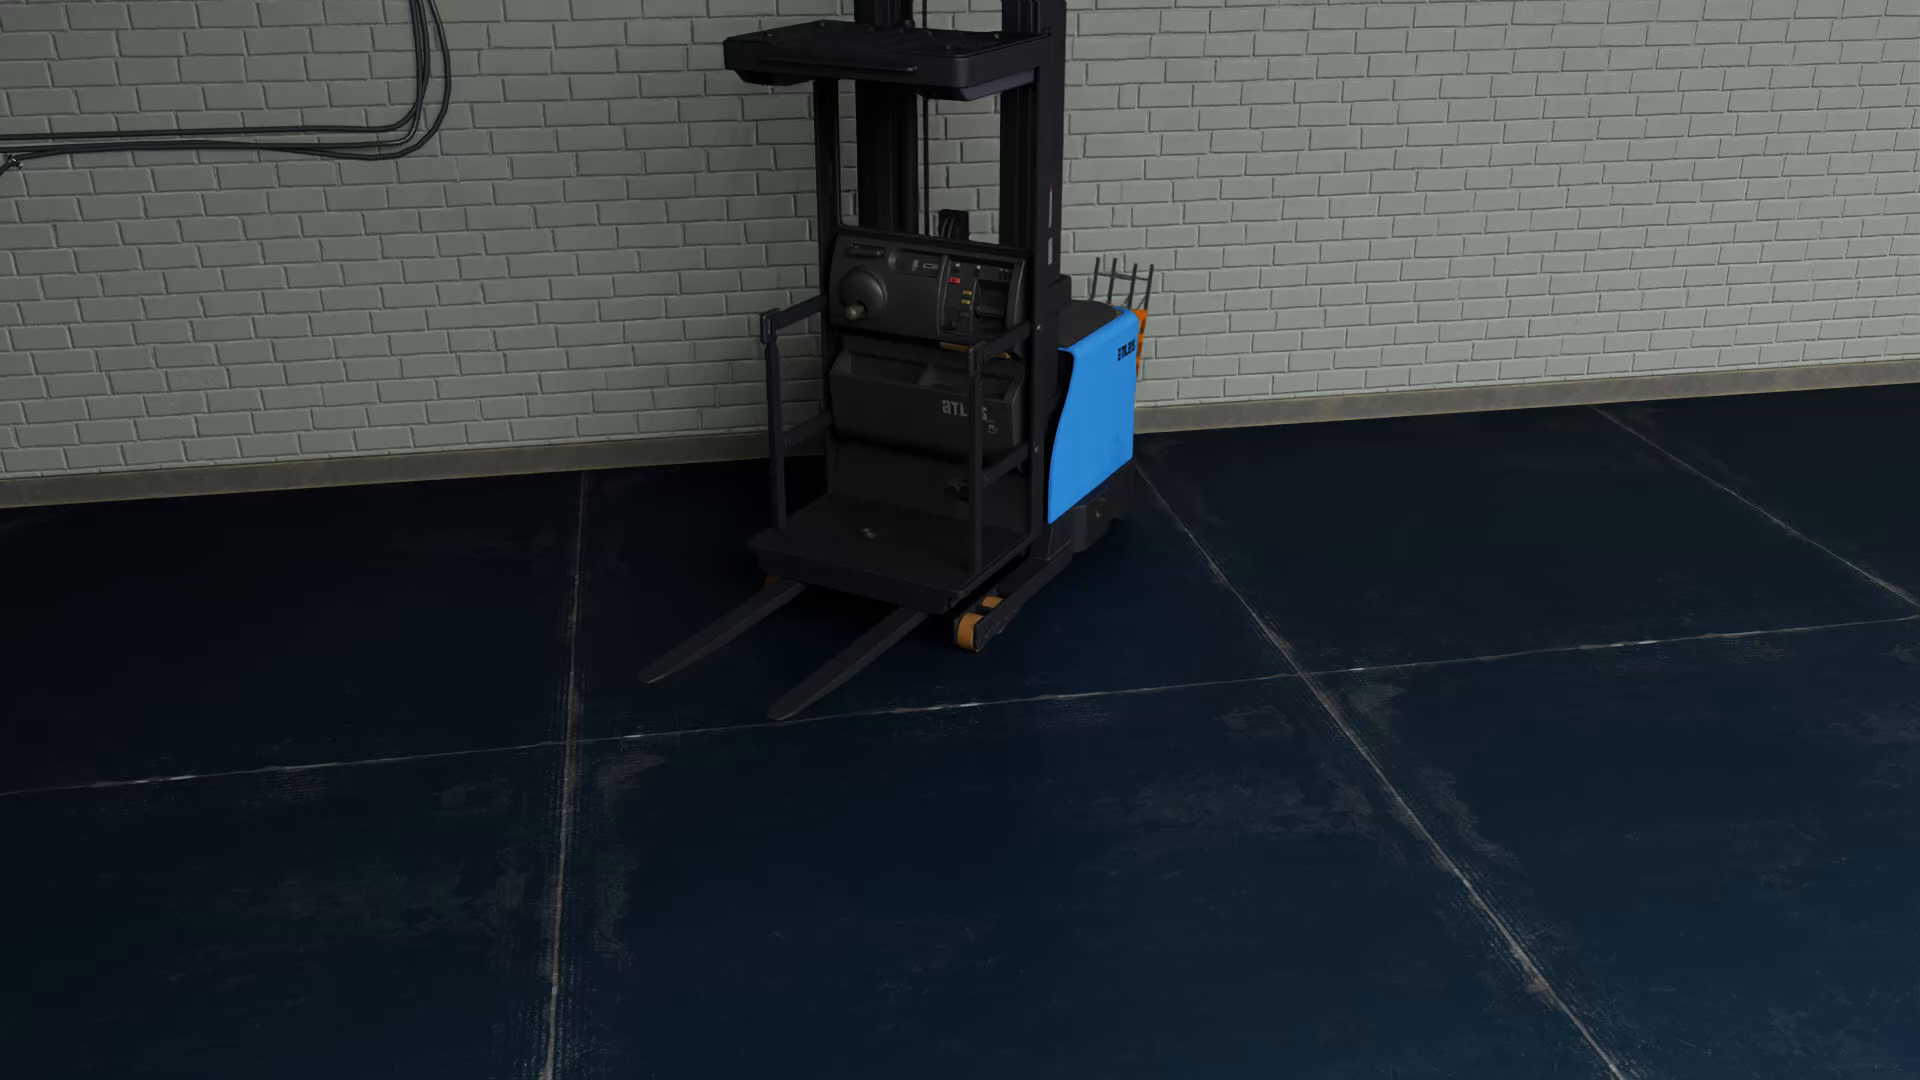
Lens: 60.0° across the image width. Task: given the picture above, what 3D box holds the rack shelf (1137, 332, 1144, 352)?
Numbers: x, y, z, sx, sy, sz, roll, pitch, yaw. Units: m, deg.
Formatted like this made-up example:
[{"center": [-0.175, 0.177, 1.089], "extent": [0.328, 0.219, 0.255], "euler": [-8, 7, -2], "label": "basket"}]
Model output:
[{"center": [0.801, -1.047, 8.657], "extent": [0.258, 0.103, 0.180], "euler": [15, 15, 31], "label": "rack shelf"}]

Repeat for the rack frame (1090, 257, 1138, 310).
[{"center": [0.726, -0.848, 8.624], "extent": [0.240, 1.200, 0.006], "euler": [15, 15, 31], "label": "rack frame"}]

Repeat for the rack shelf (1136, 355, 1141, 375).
[{"center": [0.786, -0.931, 8.683], "extent": [0.258, 0.103, 0.180], "euler": [15, 15, 31], "label": "rack shelf"}]

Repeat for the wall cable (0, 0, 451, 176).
[{"center": [-4.023, -2.927, 7.587], "extent": [3.097, 2.526, 0.112], "euler": [-4, 24, -10], "label": "wall cable"}]

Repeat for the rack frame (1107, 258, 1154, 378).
[{"center": [0.827, -0.869, 8.776], "extent": [0.240, 1.200, 0.006], "euler": [15, 15, 31], "label": "rack frame"}]

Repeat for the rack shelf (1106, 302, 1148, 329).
[{"center": [0.817, -1.163, 8.631], "extent": [0.258, 0.103, 0.180], "euler": [15, 15, 31], "label": "rack shelf"}]

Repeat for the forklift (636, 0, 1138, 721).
[{"center": [-0.249, -1.068, 7.034], "extent": [1.130, 2.935, 3.031], "euler": [12, 26, 26], "label": "forklift"}]

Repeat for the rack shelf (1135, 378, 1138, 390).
[{"center": [0.771, -0.815, 8.710], "extent": [0.258, 0.103, 0.180], "euler": [15, 15, 31], "label": "rack shelf"}]

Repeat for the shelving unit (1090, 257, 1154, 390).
[{"center": [0.776, -0.858, 8.700], "extent": [0.258, 1.200, 0.189], "euler": [15, 15, 31], "label": "shelving unit"}]
